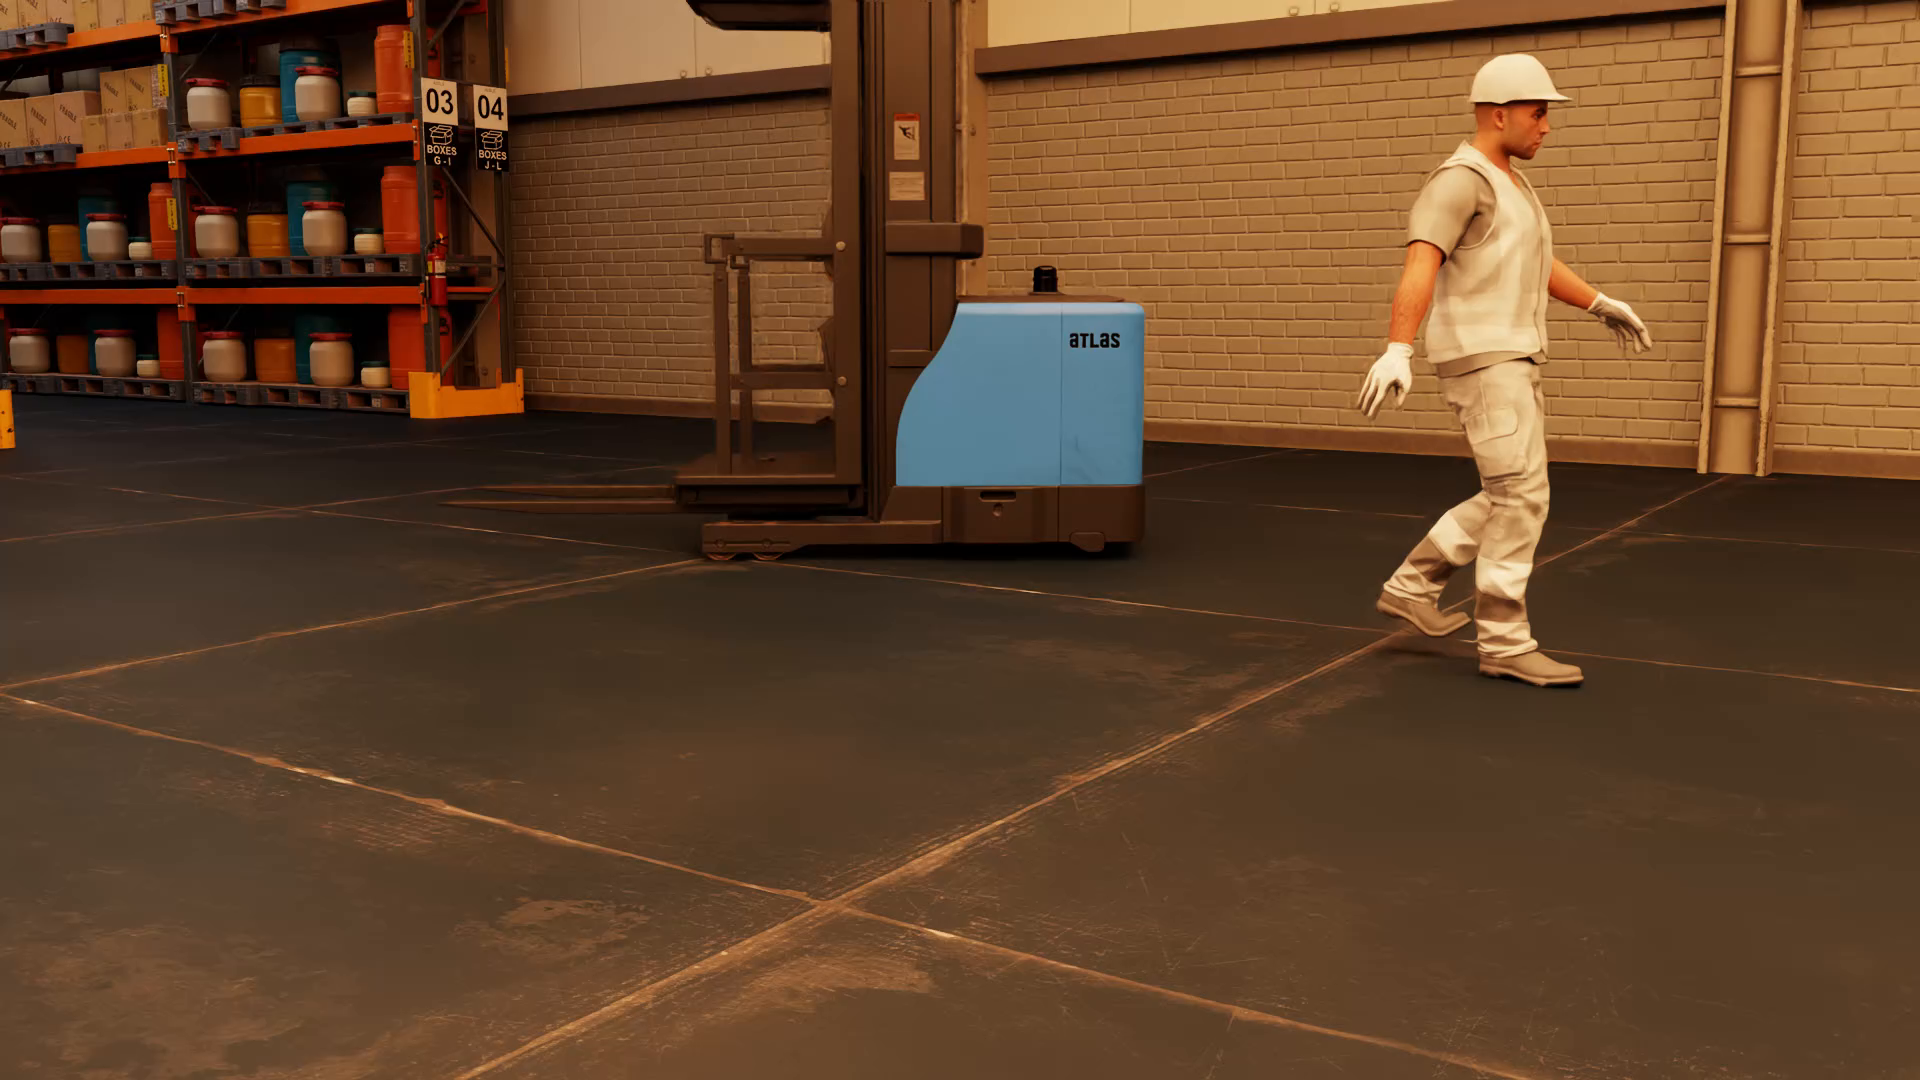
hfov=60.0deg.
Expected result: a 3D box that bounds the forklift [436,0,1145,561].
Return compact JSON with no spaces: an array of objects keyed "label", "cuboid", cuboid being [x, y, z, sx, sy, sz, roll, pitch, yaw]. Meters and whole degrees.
[{"label":"forklift","cuboid":[-0.738,-1.438,7.306,3.031,2.935,1.130,0,8,-2]}]

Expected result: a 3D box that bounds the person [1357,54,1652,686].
[{"label":"person","cuboid":[1.541,-0.492,4.806,0.715,1.762,0.916,5,10,32]}]
